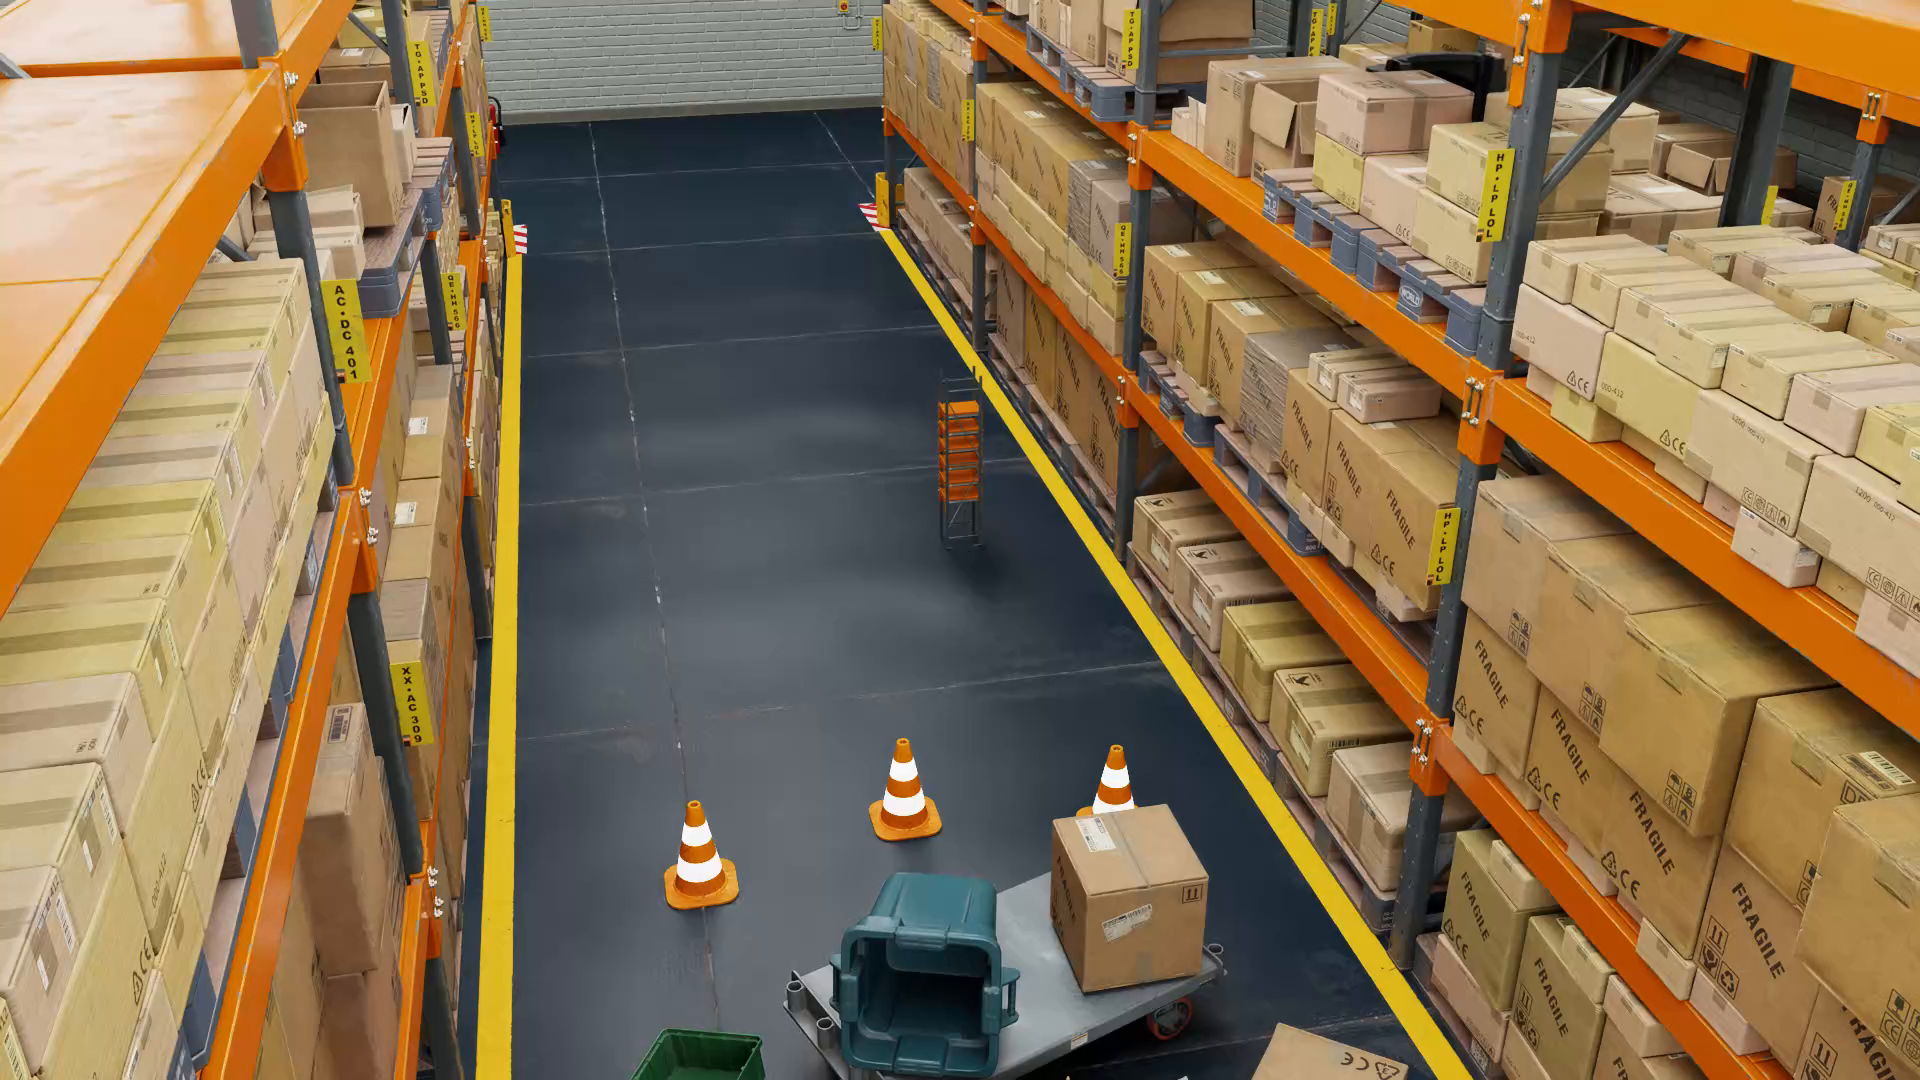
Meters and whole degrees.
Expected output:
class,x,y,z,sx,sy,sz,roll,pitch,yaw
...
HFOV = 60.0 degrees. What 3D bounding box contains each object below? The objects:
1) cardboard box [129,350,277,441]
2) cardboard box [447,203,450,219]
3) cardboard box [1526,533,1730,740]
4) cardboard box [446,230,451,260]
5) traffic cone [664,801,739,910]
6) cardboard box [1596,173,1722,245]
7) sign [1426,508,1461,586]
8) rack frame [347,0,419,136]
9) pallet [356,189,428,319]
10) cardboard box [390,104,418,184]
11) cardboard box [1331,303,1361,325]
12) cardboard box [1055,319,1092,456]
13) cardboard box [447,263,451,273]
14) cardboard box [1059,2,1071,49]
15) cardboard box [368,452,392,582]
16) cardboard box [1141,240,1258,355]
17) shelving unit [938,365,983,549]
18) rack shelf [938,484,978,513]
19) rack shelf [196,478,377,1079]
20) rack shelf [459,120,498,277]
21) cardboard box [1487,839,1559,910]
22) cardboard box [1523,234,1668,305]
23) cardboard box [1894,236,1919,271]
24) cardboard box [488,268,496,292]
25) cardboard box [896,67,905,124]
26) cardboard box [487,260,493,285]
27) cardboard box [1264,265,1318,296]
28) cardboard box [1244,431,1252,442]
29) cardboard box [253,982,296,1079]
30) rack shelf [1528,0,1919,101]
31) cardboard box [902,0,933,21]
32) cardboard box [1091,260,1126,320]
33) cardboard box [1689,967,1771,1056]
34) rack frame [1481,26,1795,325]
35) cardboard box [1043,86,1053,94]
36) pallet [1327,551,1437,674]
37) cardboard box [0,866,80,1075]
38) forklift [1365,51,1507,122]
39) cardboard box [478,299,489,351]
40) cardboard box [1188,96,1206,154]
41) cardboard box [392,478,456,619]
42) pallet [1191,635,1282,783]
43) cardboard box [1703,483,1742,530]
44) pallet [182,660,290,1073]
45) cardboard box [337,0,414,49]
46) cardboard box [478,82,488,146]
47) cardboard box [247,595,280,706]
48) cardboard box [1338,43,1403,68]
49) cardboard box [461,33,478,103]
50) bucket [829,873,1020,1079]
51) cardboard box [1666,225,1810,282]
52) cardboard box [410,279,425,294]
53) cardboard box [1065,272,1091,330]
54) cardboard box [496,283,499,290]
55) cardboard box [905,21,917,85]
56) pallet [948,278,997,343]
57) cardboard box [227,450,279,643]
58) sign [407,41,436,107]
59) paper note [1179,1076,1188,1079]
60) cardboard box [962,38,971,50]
class,x,y,z,sx,sy,sz,roll,pitch,yaw
cardboard box,-1.830,-0.322,3.893,0.380,0.149,0.250,-5,27,-11
cardboard box,-3.737,-2.316,11.508,0.380,0.149,0.250,-6,27,-12
cardboard box,2.390,0.305,5.613,0.700,0.500,0.500,-6,27,-11
cardboard box,-3.612,-1.953,11.120,0.380,0.149,0.250,-6,27,-11
traffic cone,-1.223,1.424,7.761,0.336,0.463,0.334,-6,27,-12
cardboard box,2.667,-1.270,6.655,0.500,0.250,0.500,-7,28,-13
sign,1.868,0.028,6.427,0.100,0.325,0.005,-6,27,-12
rack frame,-3.293,-3.400,7.846,1.000,3.000,0.127,-6,27,-12
pallet,-2.842,-1.209,7.043,1.003,0.211,1.213,-5,27,-9
cardboard box,-2.765,-1.825,7.576,0.500,0.311,0.500,-6,27,-12
cardboard box,2.150,-1.234,8.585,0.380,0.149,0.250,-7,28,-14
cardboard box,1.235,-1.212,12.060,0.875,0.875,0.875,-6,27,-11
cardboard box,-3.556,-1.711,10.969,0.380,0.149,0.250,-7,28,-13
cardboard box,0.855,-3.305,10.669,0.396,0.266,0.258,-7,28,-13
cardboard box,-2.741,-0.122,6.788,0.700,0.500,0.500,-6,27,-11
cardboard box,1.382,-1.413,9.660,0.500,0.500,0.500,-7,28,-13
shelving unit,0.003,-0.529,10.814,0.258,1.200,0.189,-6,27,-12
rack shelf,0.003,-0.275,10.942,0.258,0.103,0.180,-6,27,-12
rack shelf,-1.941,0.894,3.466,1.077,0.370,4.000,-6,27,-12
rack shelf,-4.646,-3.035,14.579,1.077,0.370,4.000,-6,27,-12
cardboard box,2.248,1.250,6.324,0.380,0.149,0.250,-6,27,-11
cardboard box,2.161,-0.925,5.664,0.380,0.149,0.250,-6,27,-13
cardboard box,6.188,-1.822,10.547,0.380,0.149,0.250,-5,27,-10
cardboard box,-4.291,-2.282,14.656,0.380,0.149,0.250,-6,27,-12
cardboard box,-0.327,-4.367,16.308,0.500,0.500,0.500,-6,27,-12
cardboard box,-4.239,-2.296,14.354,0.380,0.149,0.250,-5,27,-10
cardboard box,2.007,-1.237,9.311,0.500,0.500,0.500,-6,27,-12
cardboard box,1.720,-0.590,8.749,0.380,0.149,0.250,-5,27,-10
cardboard box,-1.990,1.363,3.702,0.875,0.550,0.500,-6,27,-12
rack shelf,2.859,-0.991,3.874,1.077,0.370,4.000,-6,27,-12
cardboard box,-0.334,-5.030,15.794,0.380,0.149,0.250,-7,28,-13
cardboard box,1.150,-1.612,10.573,0.500,0.250,0.500,-6,27,-12
cardboard box,2.530,1.440,5.193,0.380,0.149,0.250,-6,27,-12
rack frame,2.408,-2.191,5.451,1.000,3.000,0.127,-6,27,-12
cardboard box,0.950,-3.345,13.175,0.500,0.500,0.500,-5,27,-10
pallet,2.377,0.222,7.540,1.003,0.211,1.213,-6,27,-12
cardboard box,-1.369,0.574,2.119,0.380,0.149,0.250,-6,27,-12
forklift,3.251,-1.621,11.054,1.130,2.935,3.031,-7,28,-13
cardboard box,-3.781,-1.583,12.380,0.500,0.250,0.500,-7,28,-13
cardboard box,1.469,-2.281,9.106,0.396,0.266,0.258,-6,27,-12
cardboard box,-2.587,0.067,7.524,0.500,0.500,0.500,-6,27,-11
pallet,1.953,0.853,9.171,1.003,0.211,1.213,-6,27,-12
cardboard box,2.474,-0.128,4.970,0.380,0.149,0.250,-7,28,-13
pallet,-1.946,0.629,3.290,1.003,0.211,1.213,-6,27,-12
cardboard box,-3.232,-2.879,9.183,0.396,0.266,0.258,-6,27,-12
cardboard box,-4.510,-3.792,14.840,0.500,0.500,0.500,-6,27,-11
cardboard box,-1.710,0.261,3.623,0.380,0.149,0.250,-6,27,-12
cardboard box,4.379,-5.126,17.760,0.500,0.250,0.500,-6,27,-11
cardboard box,-4.388,-4.001,14.143,0.500,0.500,0.500,-7,28,-13
bucket,-0.115,1.642,6.460,0.726,0.611,0.620,3,17,6
cardboard box,2.692,-0.979,5.772,0.380,0.149,0.250,-5,27,-11
cardboard box,-3.272,-1.403,9.700,0.380,0.149,0.250,-7,28,-13
cardboard box,1.009,-1.620,11.145,0.500,0.250,0.500,-5,27,-11
cardboard box,-4.413,-2.377,15.175,0.380,0.149,0.250,-5,27,-11
cardboard box,-0.219,-4.581,15.623,0.500,0.500,0.500,-6,27,-12
pallet,0.510,-2.122,15.066,1.003,0.211,1.213,-6,27,-12
cardboard box,-1.806,0.029,3.641,0.500,0.250,0.500,-6,27,-12
sign,-2.751,-2.380,8.492,0.100,0.325,0.005,-6,27,-12
paper note,0.865,2.218,6.668,0.148,0.019,0.142,-6,27,-12
cardboard box,0.225,-4.146,14.041,0.380,0.149,0.250,-6,27,-12
